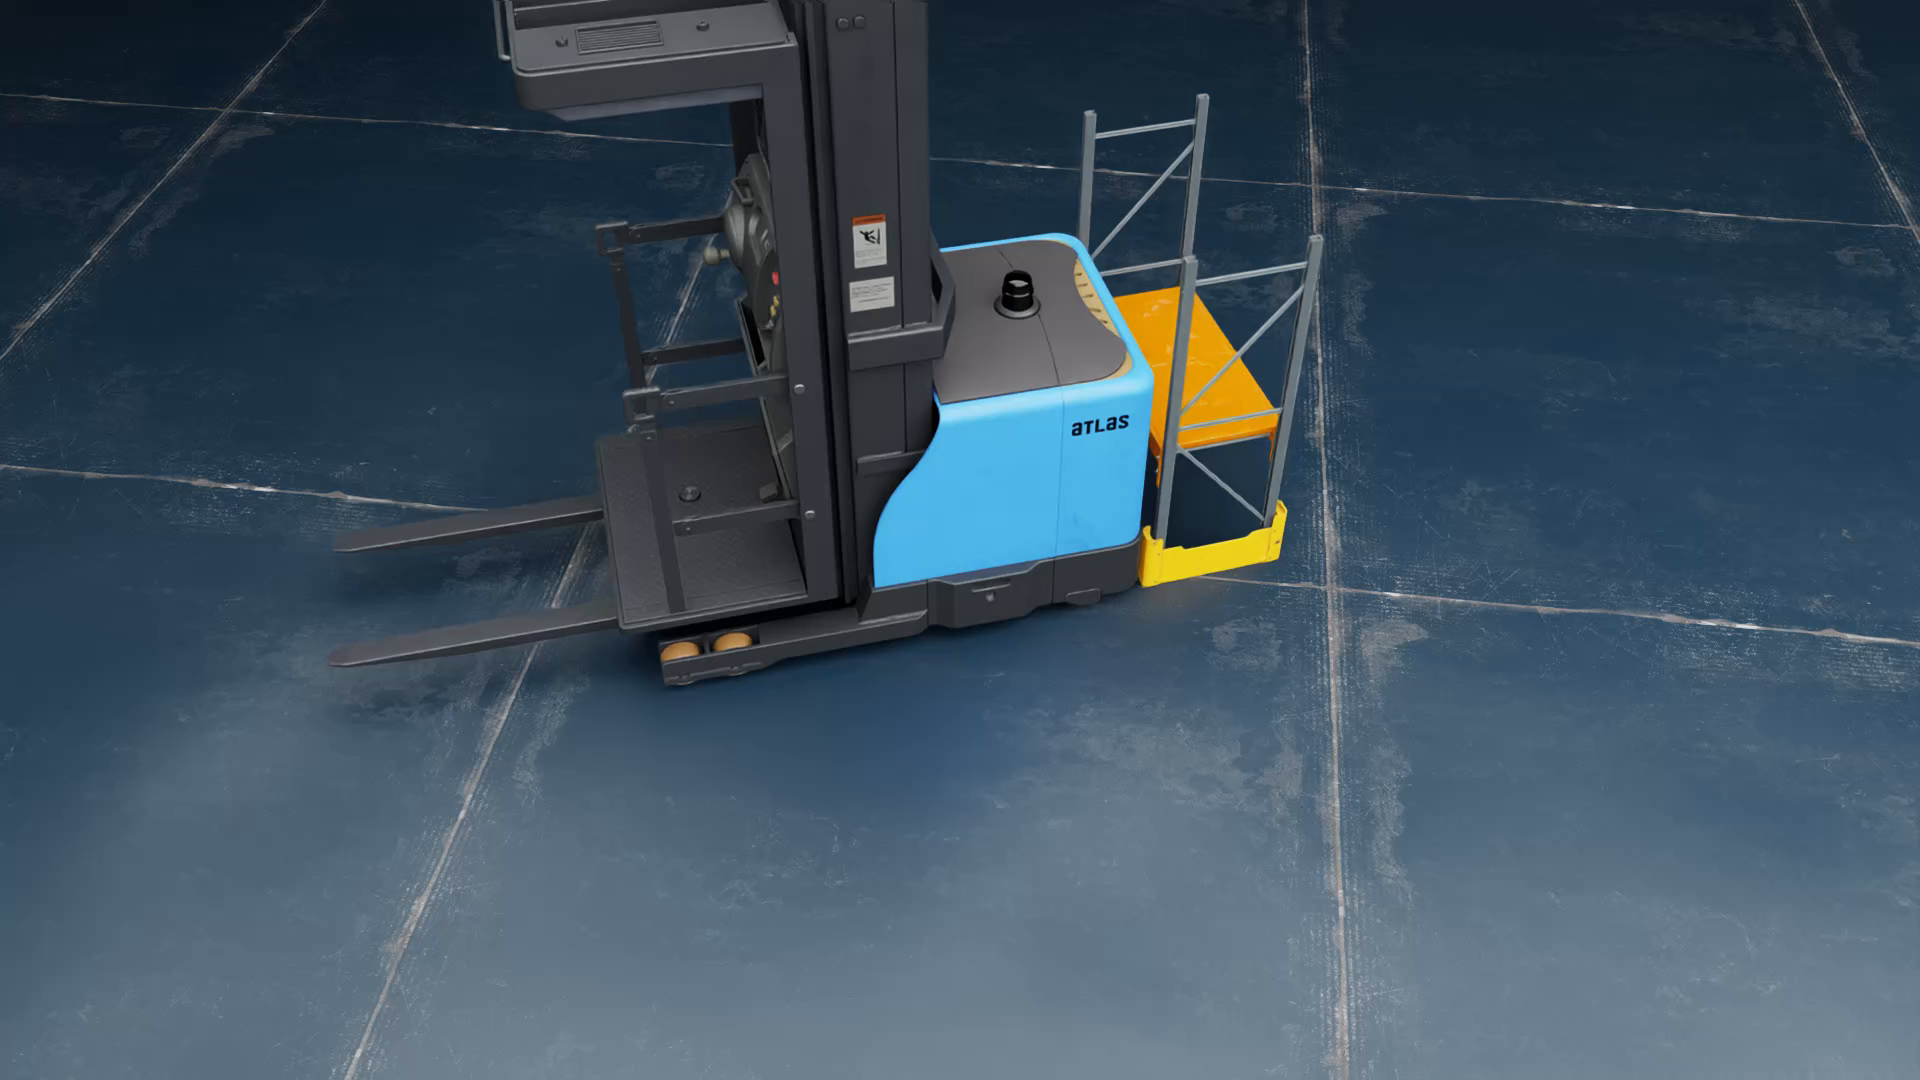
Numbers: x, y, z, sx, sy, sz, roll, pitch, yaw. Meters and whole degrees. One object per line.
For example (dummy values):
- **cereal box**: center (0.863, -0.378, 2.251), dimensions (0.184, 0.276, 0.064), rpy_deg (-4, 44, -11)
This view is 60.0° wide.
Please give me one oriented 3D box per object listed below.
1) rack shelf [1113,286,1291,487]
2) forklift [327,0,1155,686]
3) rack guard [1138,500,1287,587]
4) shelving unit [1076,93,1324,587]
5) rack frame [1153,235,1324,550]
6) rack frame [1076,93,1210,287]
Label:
- **rack shelf**: center (0.851, -0.645, 6.602), dimensions (0.538, 0.185, 1.000), rpy_deg (-11, 45, -12)
- **forklift**: center (-0.875, -0.928, 5.598), dimensions (3.031, 2.935, 1.130), rpy_deg (-10, 44, -10)
- **rack guard**: center (0.992, 0.013, 6.554), dimensions (0.587, 0.250, 0.087), rpy_deg (-11, 45, -12)
- **shelving unit**: center (0.854, -0.769, 6.472), dimensions (0.587, 1.500, 1.083), rpy_deg (-11, 45, -12)
- **rack frame**: center (0.992, -0.440, 6.123), dimensions (0.500, 1.500, 0.032), rpy_deg (-11, 45, -12)
- **rack frame**: center (0.711, -1.111, 6.833), dimensions (0.500, 1.500, 0.032), rpy_deg (-11, 45, -12)
